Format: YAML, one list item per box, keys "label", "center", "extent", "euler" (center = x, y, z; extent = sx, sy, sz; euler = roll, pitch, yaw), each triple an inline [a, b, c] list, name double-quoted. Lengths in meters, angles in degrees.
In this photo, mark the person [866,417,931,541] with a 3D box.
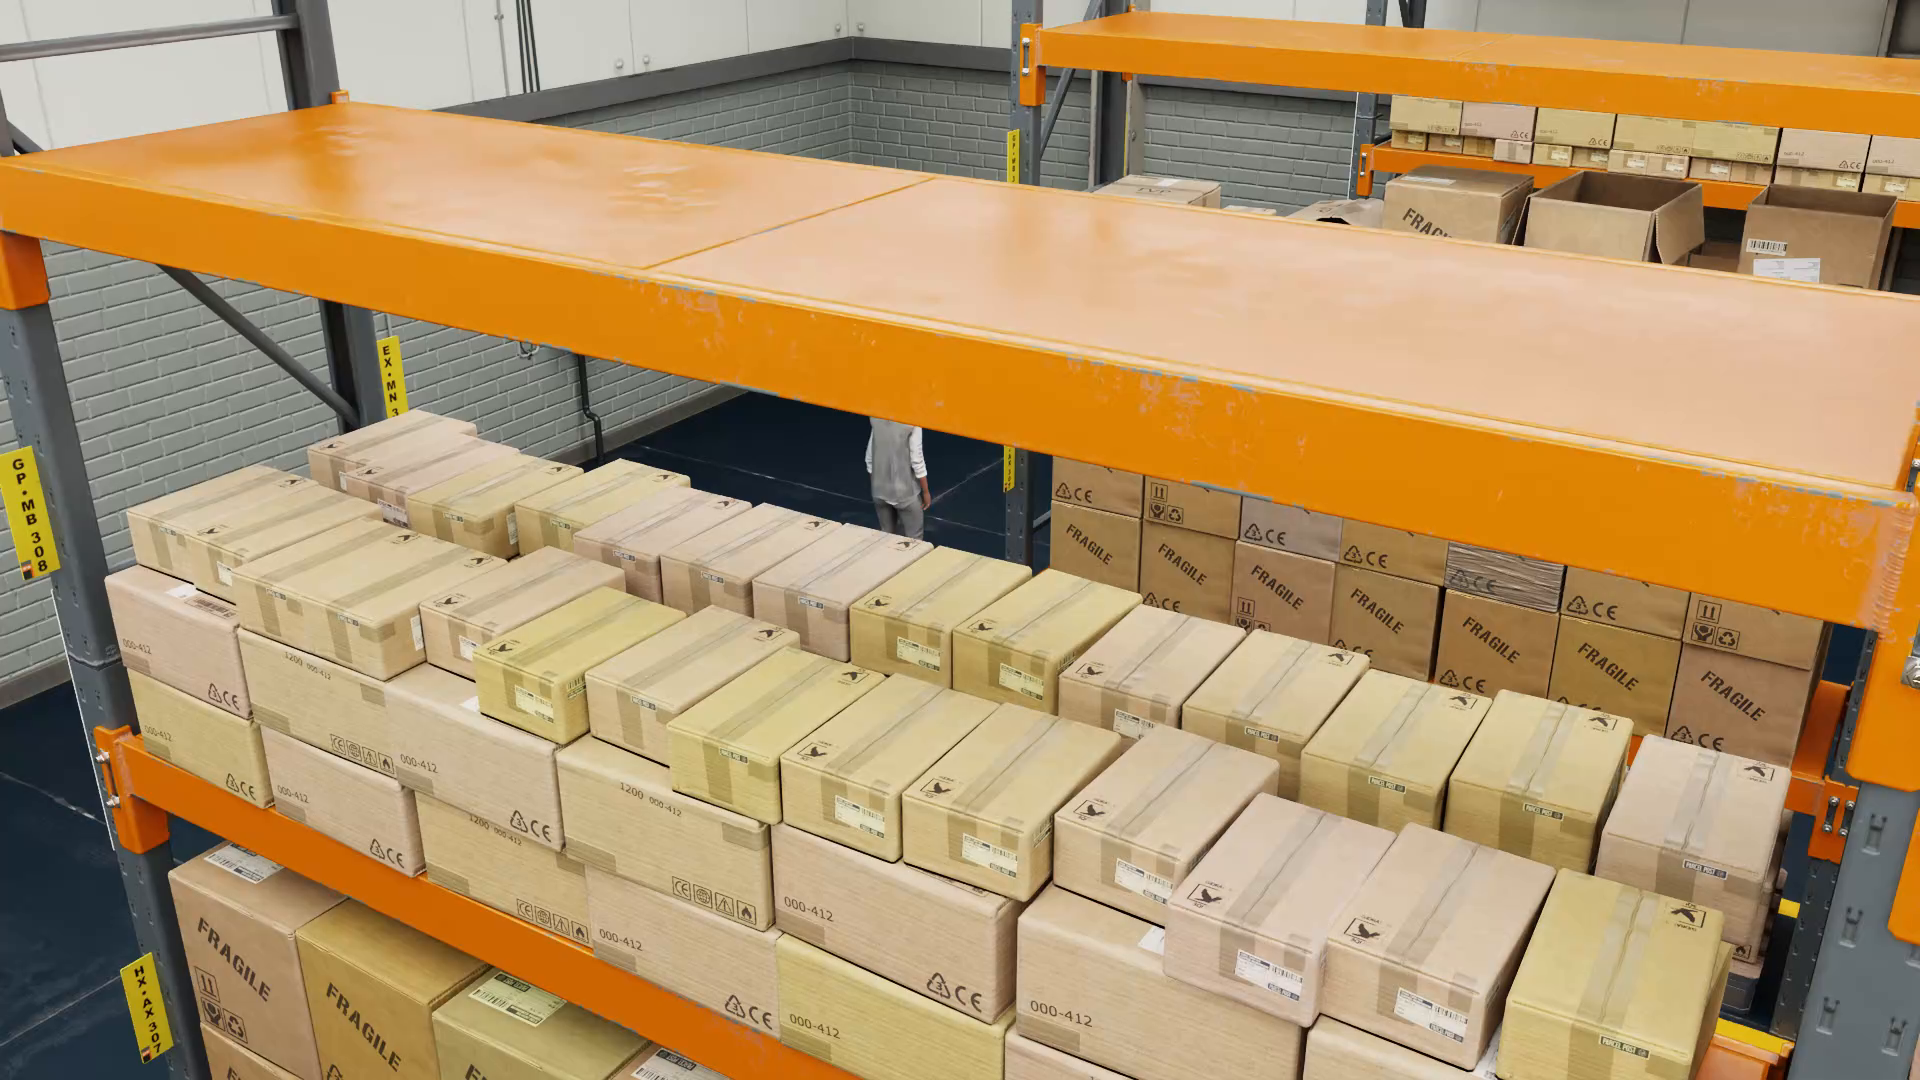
- label: "person"
  center: [-0.417, -0.326, 11.306]
  extent: [0.473, 1.593, 0.350]
  euler: [13, 27, 28]
